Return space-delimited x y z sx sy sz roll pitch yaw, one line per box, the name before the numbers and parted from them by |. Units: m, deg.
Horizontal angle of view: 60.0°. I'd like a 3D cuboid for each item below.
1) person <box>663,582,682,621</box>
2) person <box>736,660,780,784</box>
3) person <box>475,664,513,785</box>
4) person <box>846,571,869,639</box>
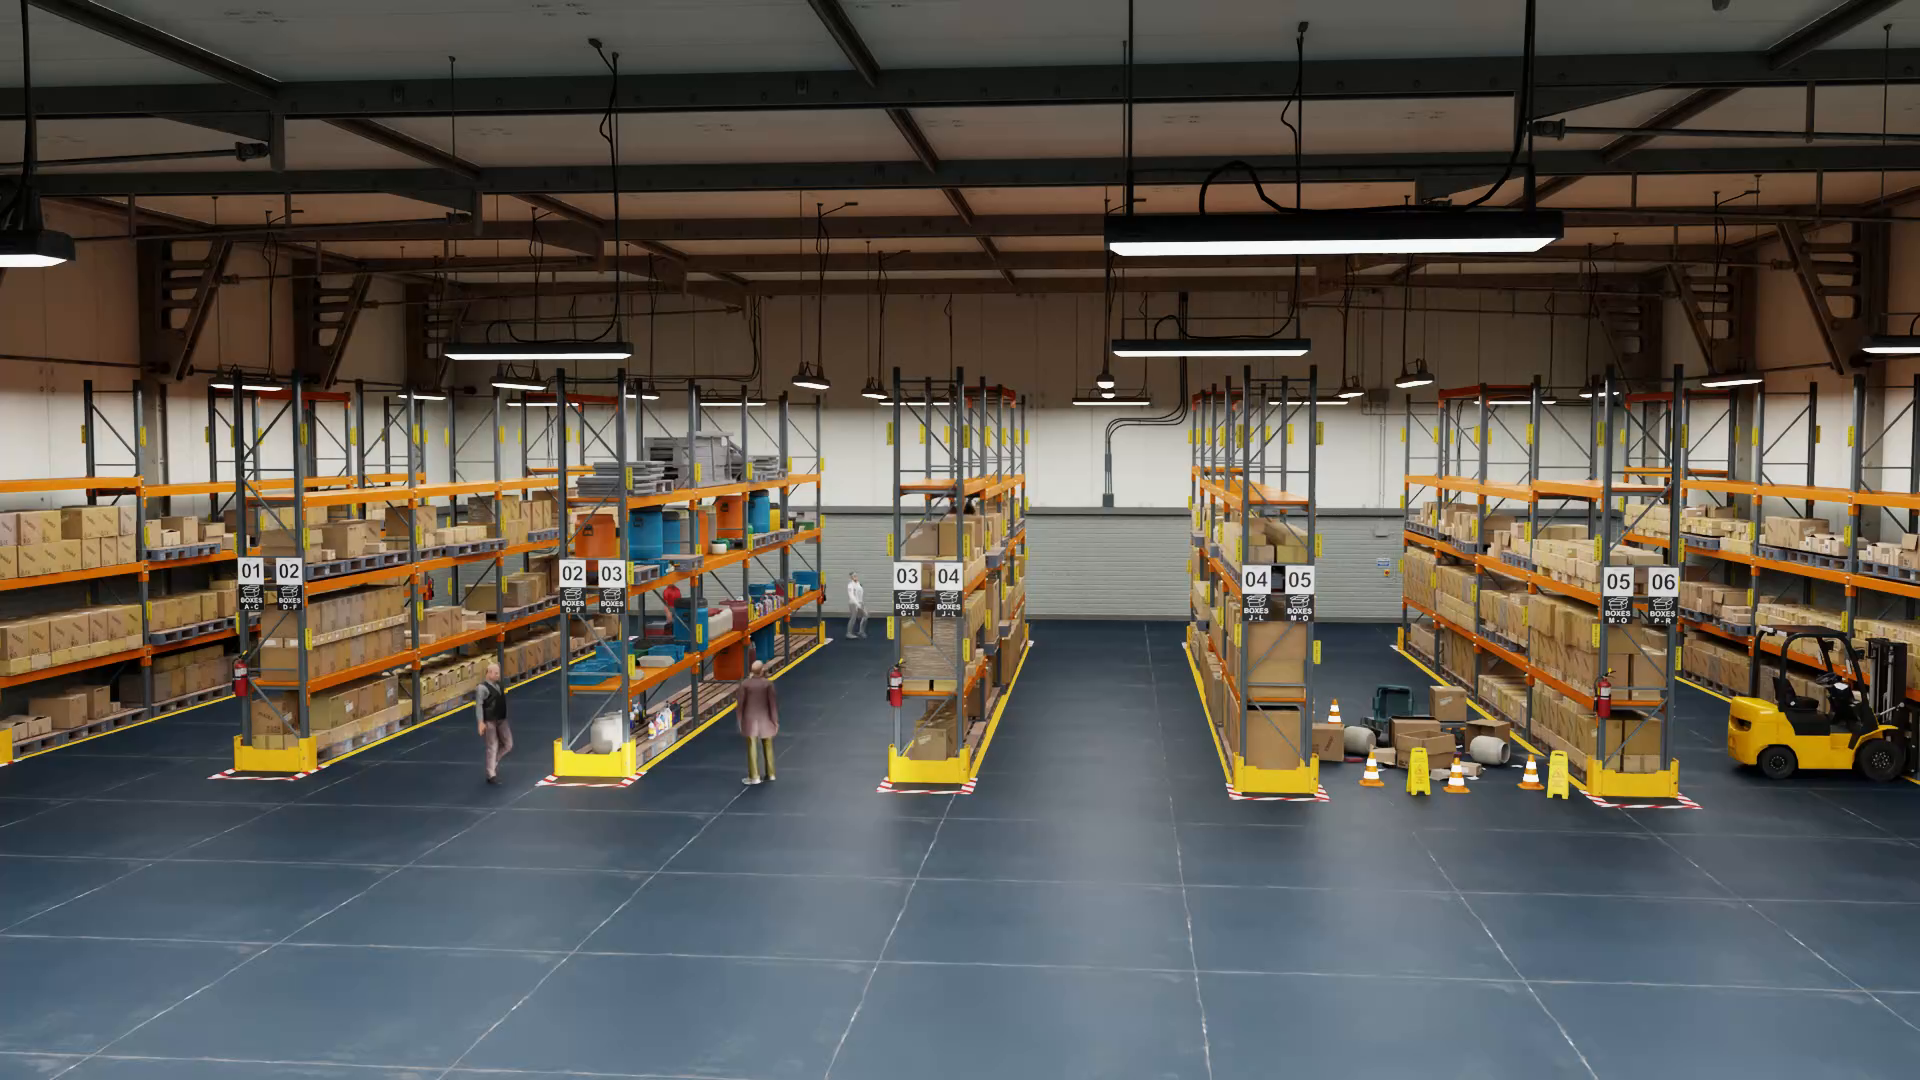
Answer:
person | -6.671 1.729 38.863 0.387 1.740 0.562 1 4 22
person | -2.920 2.616 24.022 0.617 1.795 0.583 0 4 -8
person | -6.805 2.658 24.168 0.535 1.732 0.621 1 4 20
person | -2.569 1.611 41.149 0.517 1.705 0.545 2 4 23
